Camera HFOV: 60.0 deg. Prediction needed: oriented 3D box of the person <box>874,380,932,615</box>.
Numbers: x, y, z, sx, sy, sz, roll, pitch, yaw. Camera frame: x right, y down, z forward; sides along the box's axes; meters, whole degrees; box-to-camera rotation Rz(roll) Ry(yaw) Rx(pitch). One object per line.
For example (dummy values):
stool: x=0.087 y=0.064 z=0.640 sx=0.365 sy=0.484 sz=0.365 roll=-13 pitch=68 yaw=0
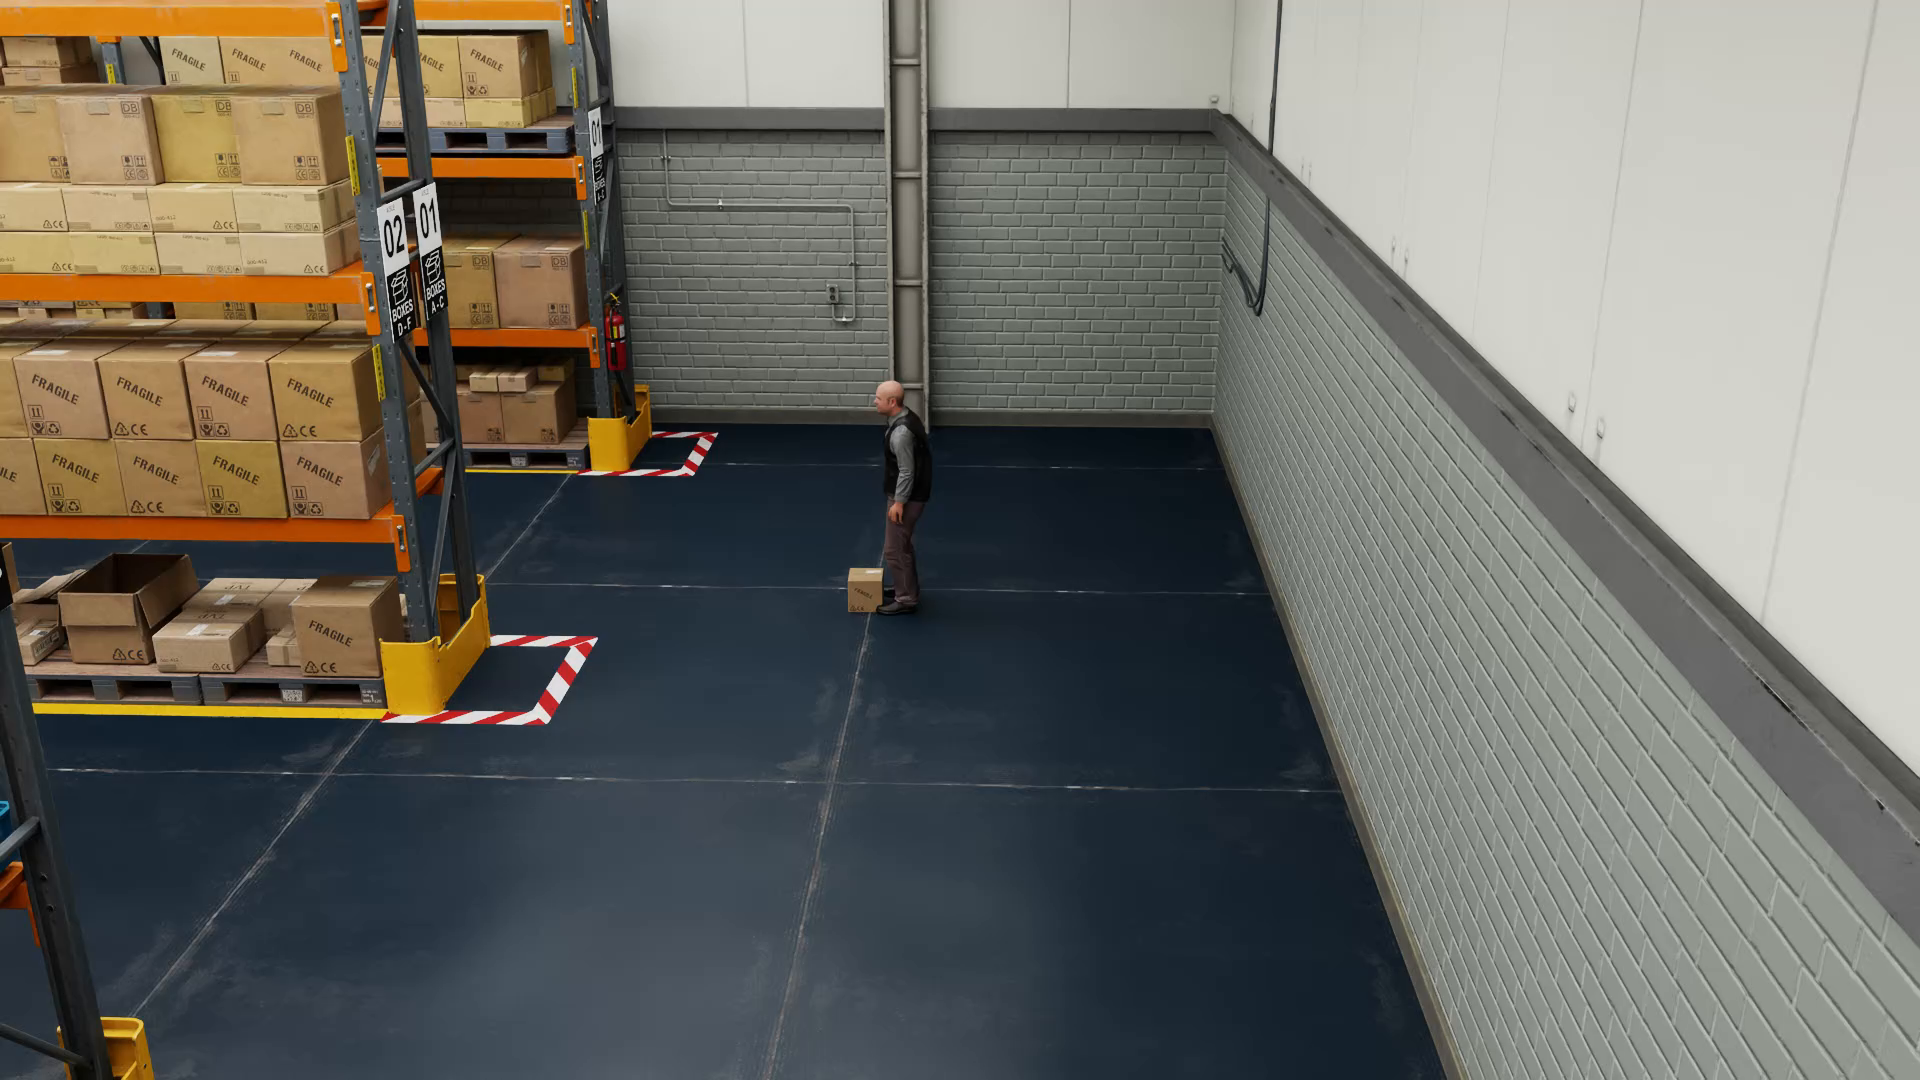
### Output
person: x=-0.408 y=-0.270 z=11.972 sx=0.421 sy=1.620 sz=0.593 roll=-1 pitch=21 yaw=-2
